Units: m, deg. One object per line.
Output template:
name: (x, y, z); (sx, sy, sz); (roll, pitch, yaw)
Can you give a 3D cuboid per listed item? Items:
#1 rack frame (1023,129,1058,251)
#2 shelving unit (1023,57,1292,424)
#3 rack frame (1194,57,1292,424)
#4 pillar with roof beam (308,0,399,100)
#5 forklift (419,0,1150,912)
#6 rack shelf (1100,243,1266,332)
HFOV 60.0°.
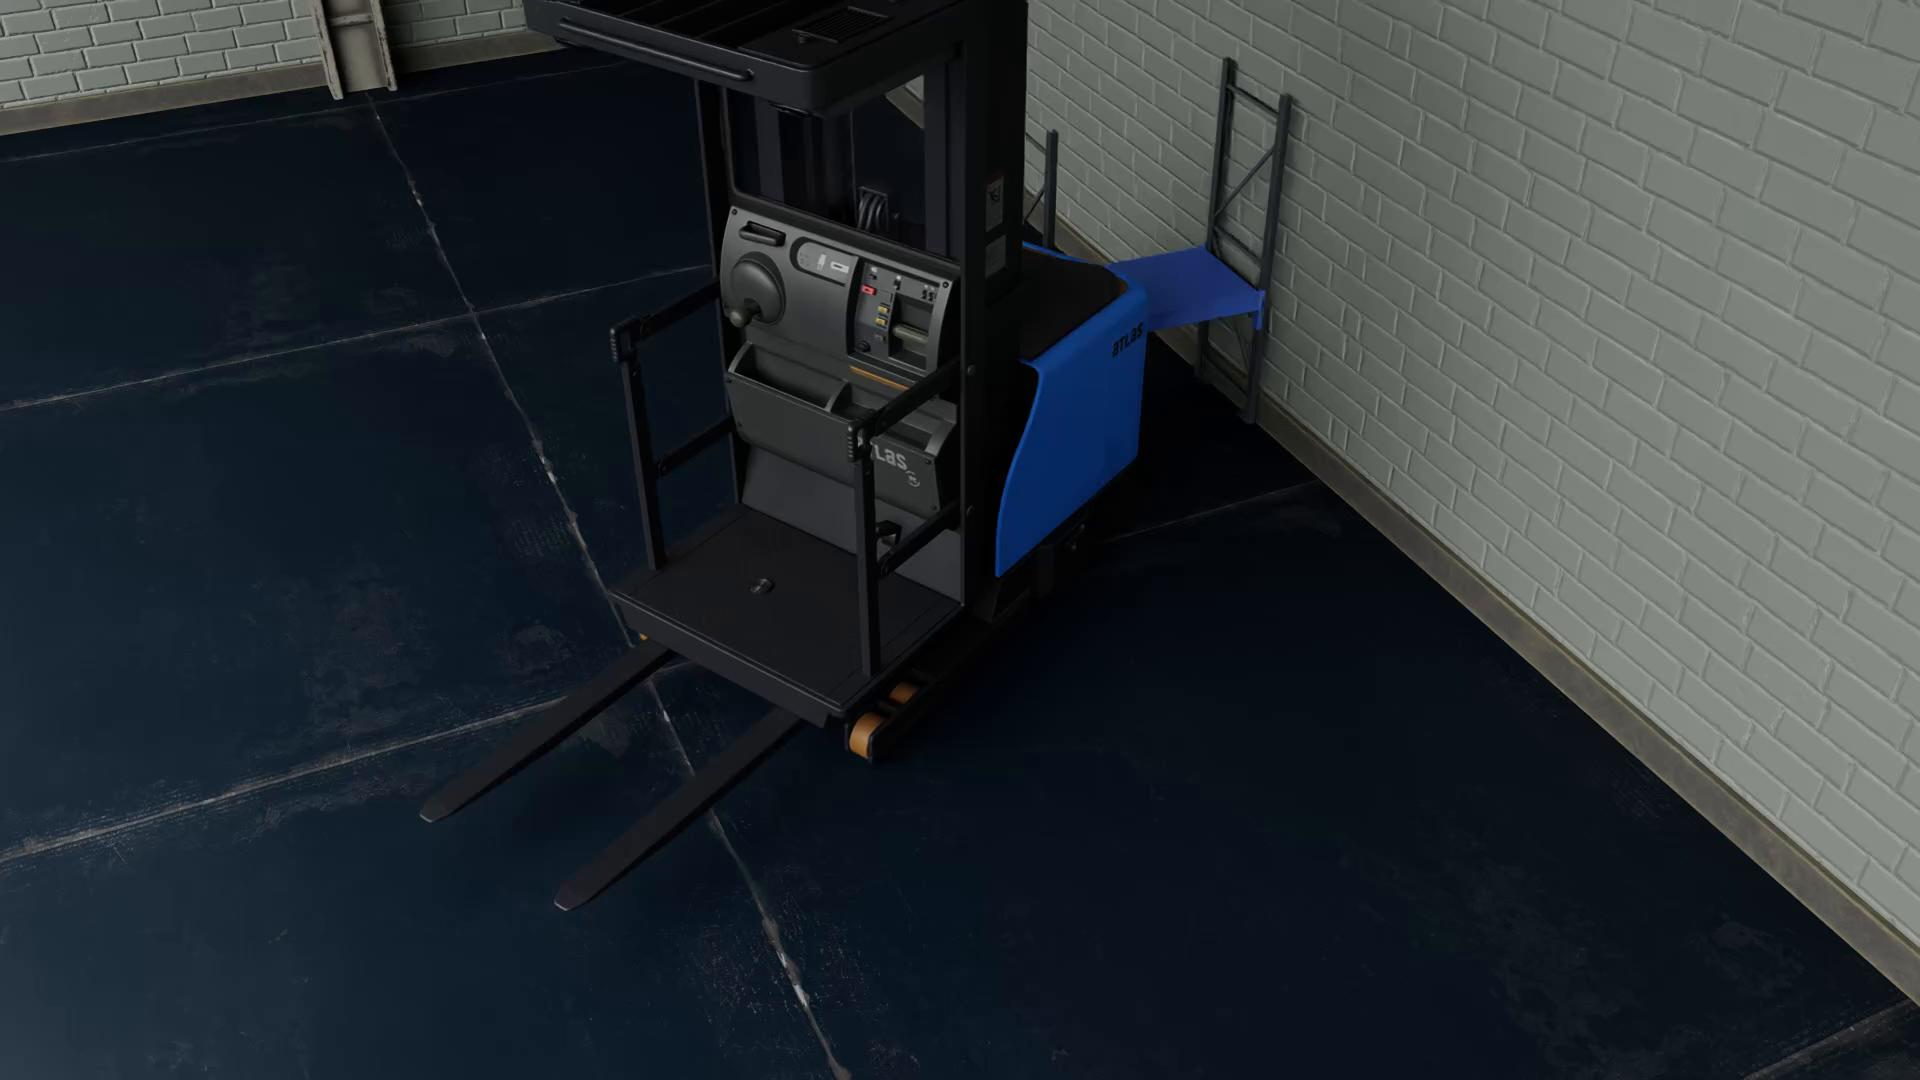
rack frame: (0.263, -1.046, 6.866); (0.032, 1.500, 0.500); (-13, 37, -18)
shelving unit: (0.734, -1.156, 7.022); (1.048, 1.500, 0.538); (-13, 37, -18)
rack frame: (1.205, -1.266, 7.179); (0.032, 1.500, 0.500); (-13, 37, -18)
pillar with roof beam: (-2.005, -4.205, 4.866); (0.400, 9.000, 9.100); (-16, 39, -20)
forklift: (-0.539, -0.750, 5.301); (1.130, 2.935, 3.031); (23, 43, 28)
rack shelf: (0.734, -1.008, 7.125); (1.000, 0.185, 0.538); (-13, 37, -18)
